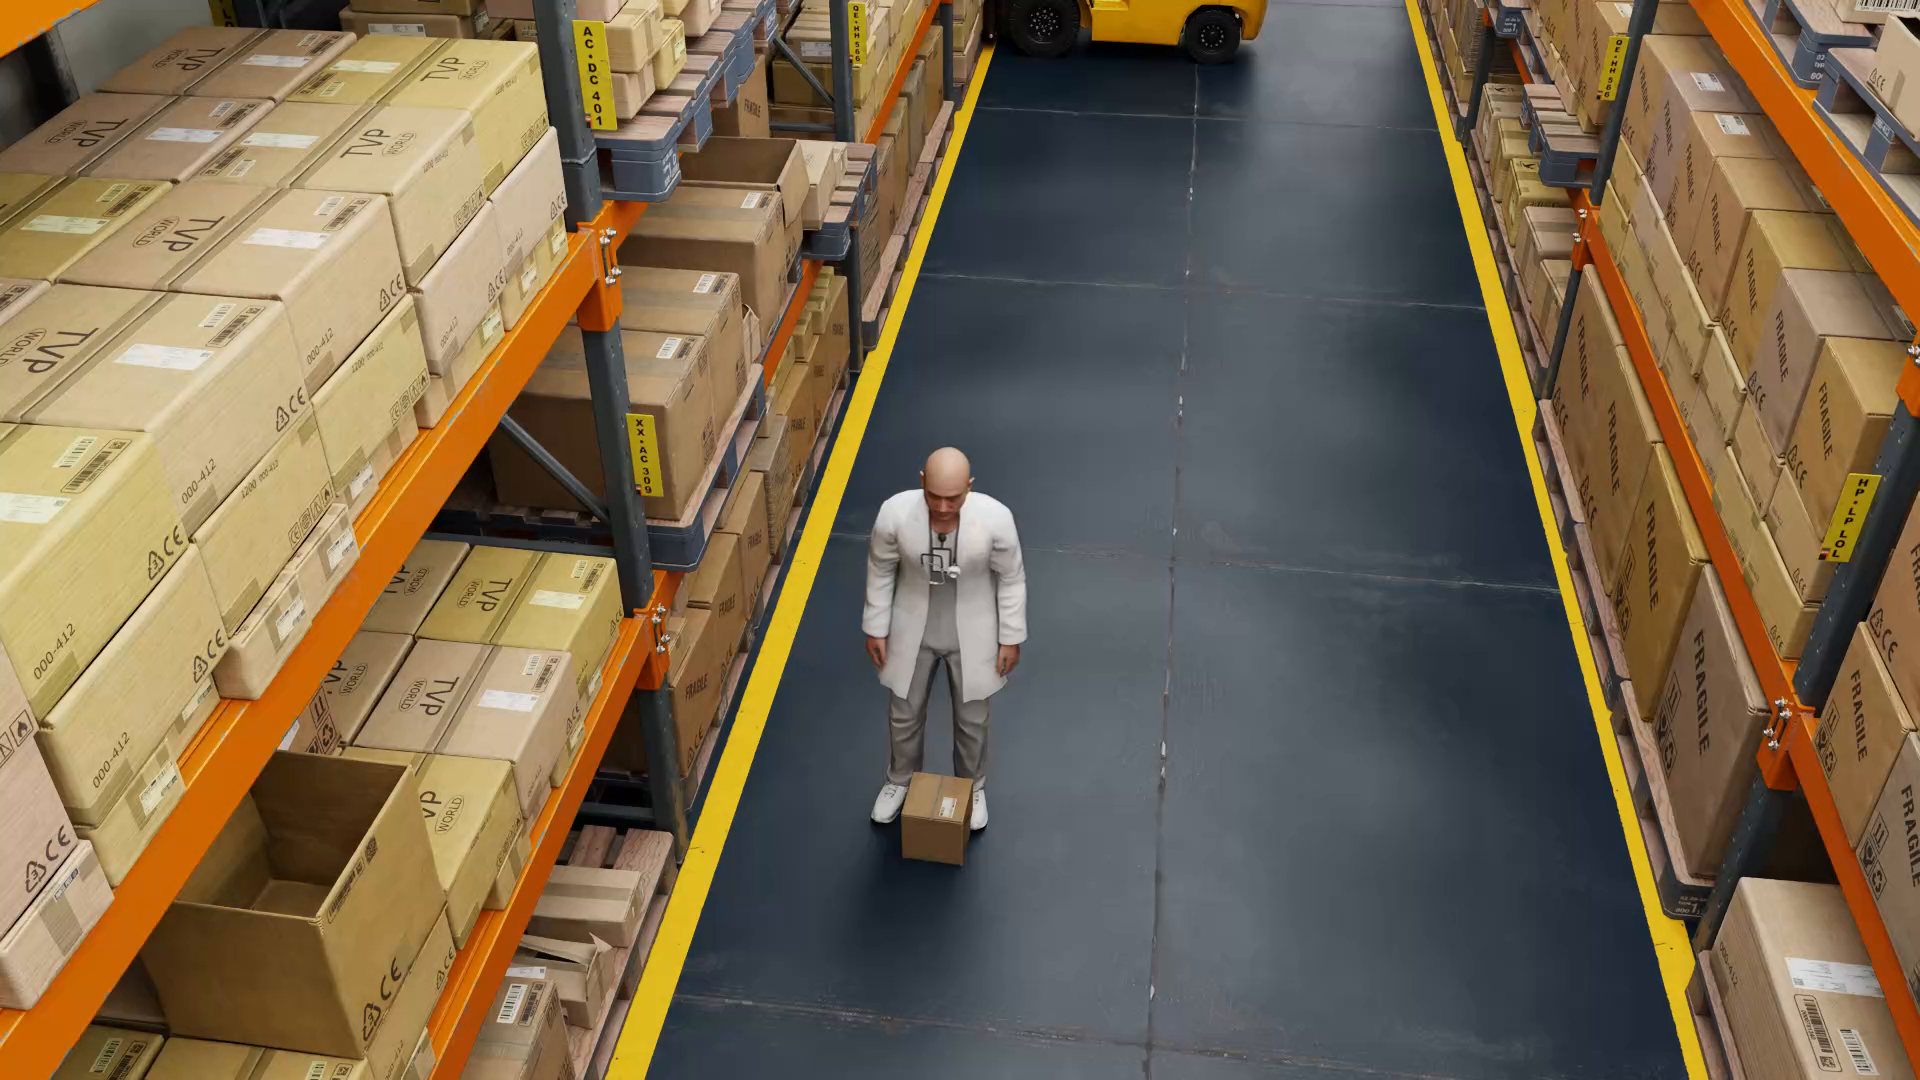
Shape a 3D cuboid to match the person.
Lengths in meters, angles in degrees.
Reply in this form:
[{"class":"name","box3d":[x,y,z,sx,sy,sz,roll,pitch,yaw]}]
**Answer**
[{"class":"person","box3d":[-0.068,0.373,6.536,0.641,1.774,0.416,4,36,5]}]
